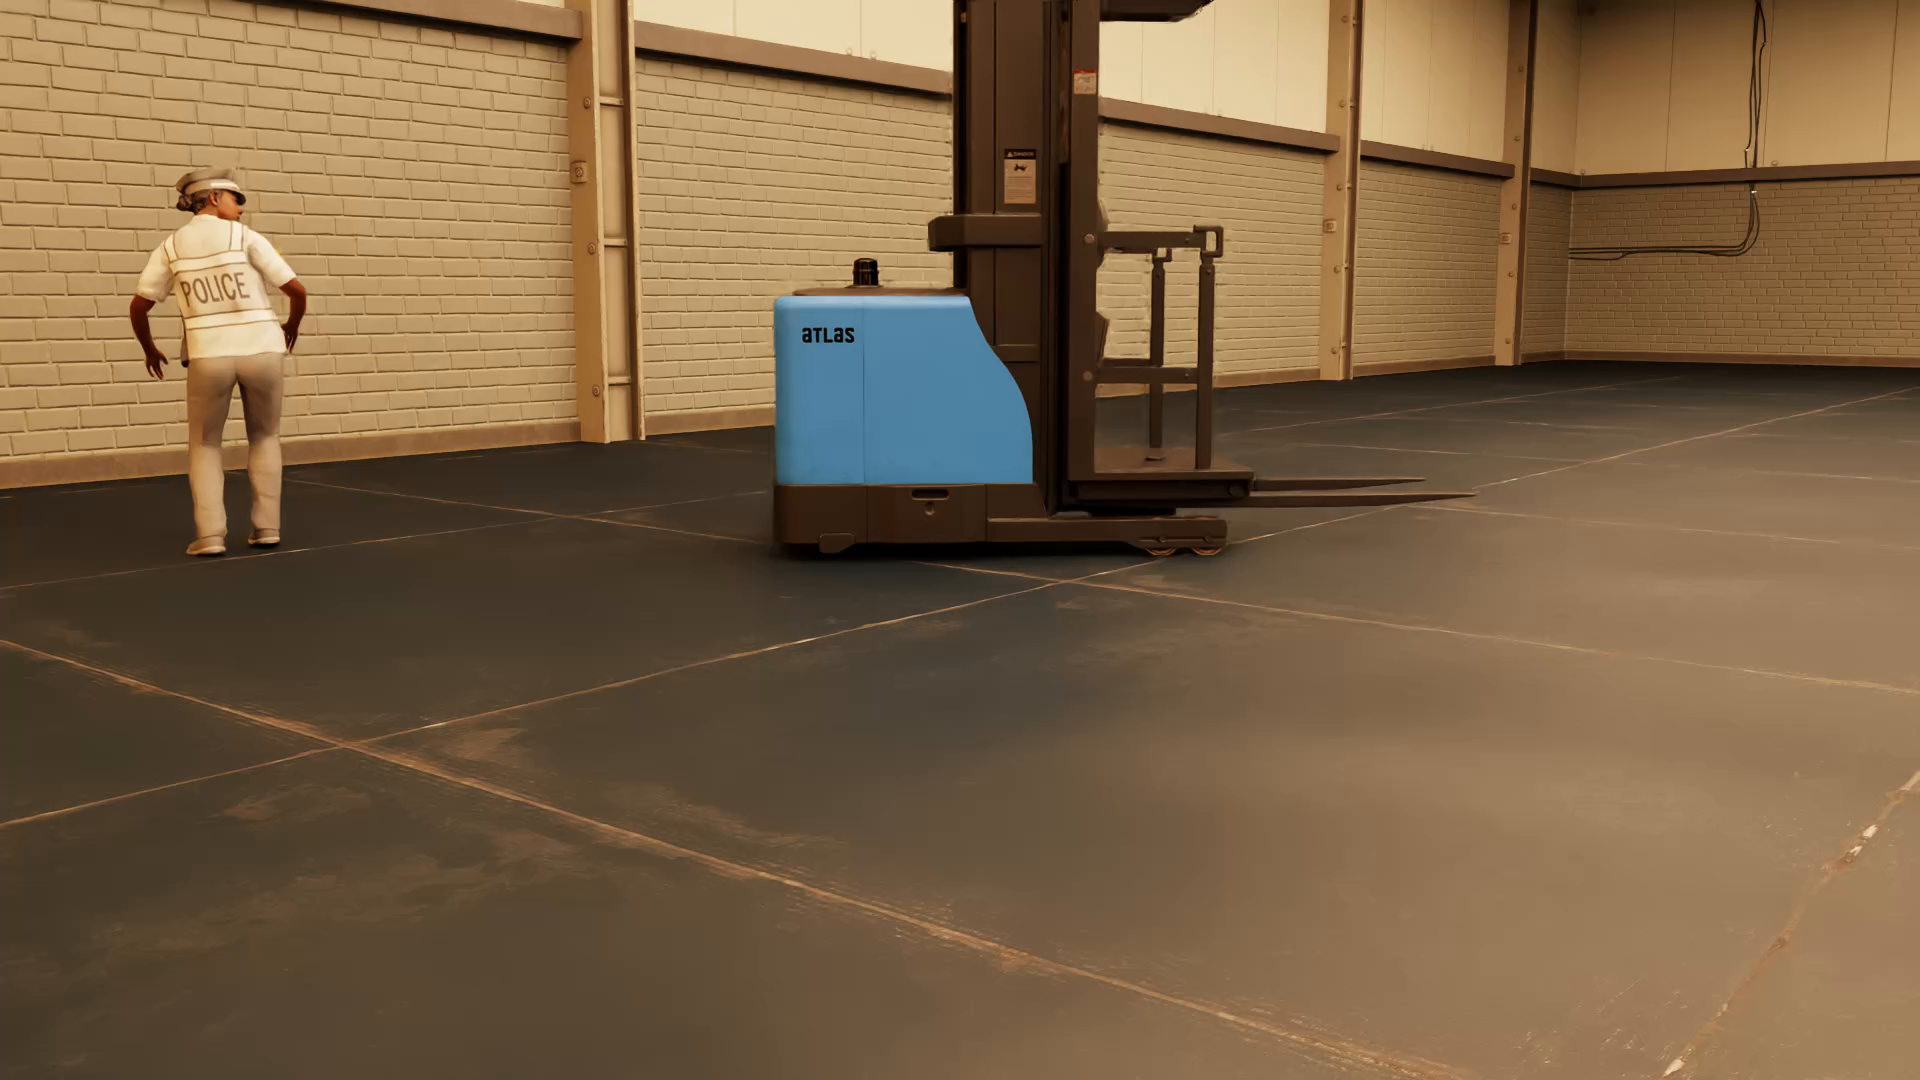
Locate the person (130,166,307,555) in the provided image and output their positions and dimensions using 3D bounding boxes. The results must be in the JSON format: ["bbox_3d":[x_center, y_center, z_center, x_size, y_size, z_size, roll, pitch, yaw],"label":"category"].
[{"bbox_3d":[-3.109,-0.746,7.019,0.685,1.625,0.519,-3,9,-20],"label":"person"}]

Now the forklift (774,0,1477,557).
[{"bbox_3d":[0.707,-1.456,7.230,3.031,2.935,1.130,-1,8,-5],"label":"forklift"}]
